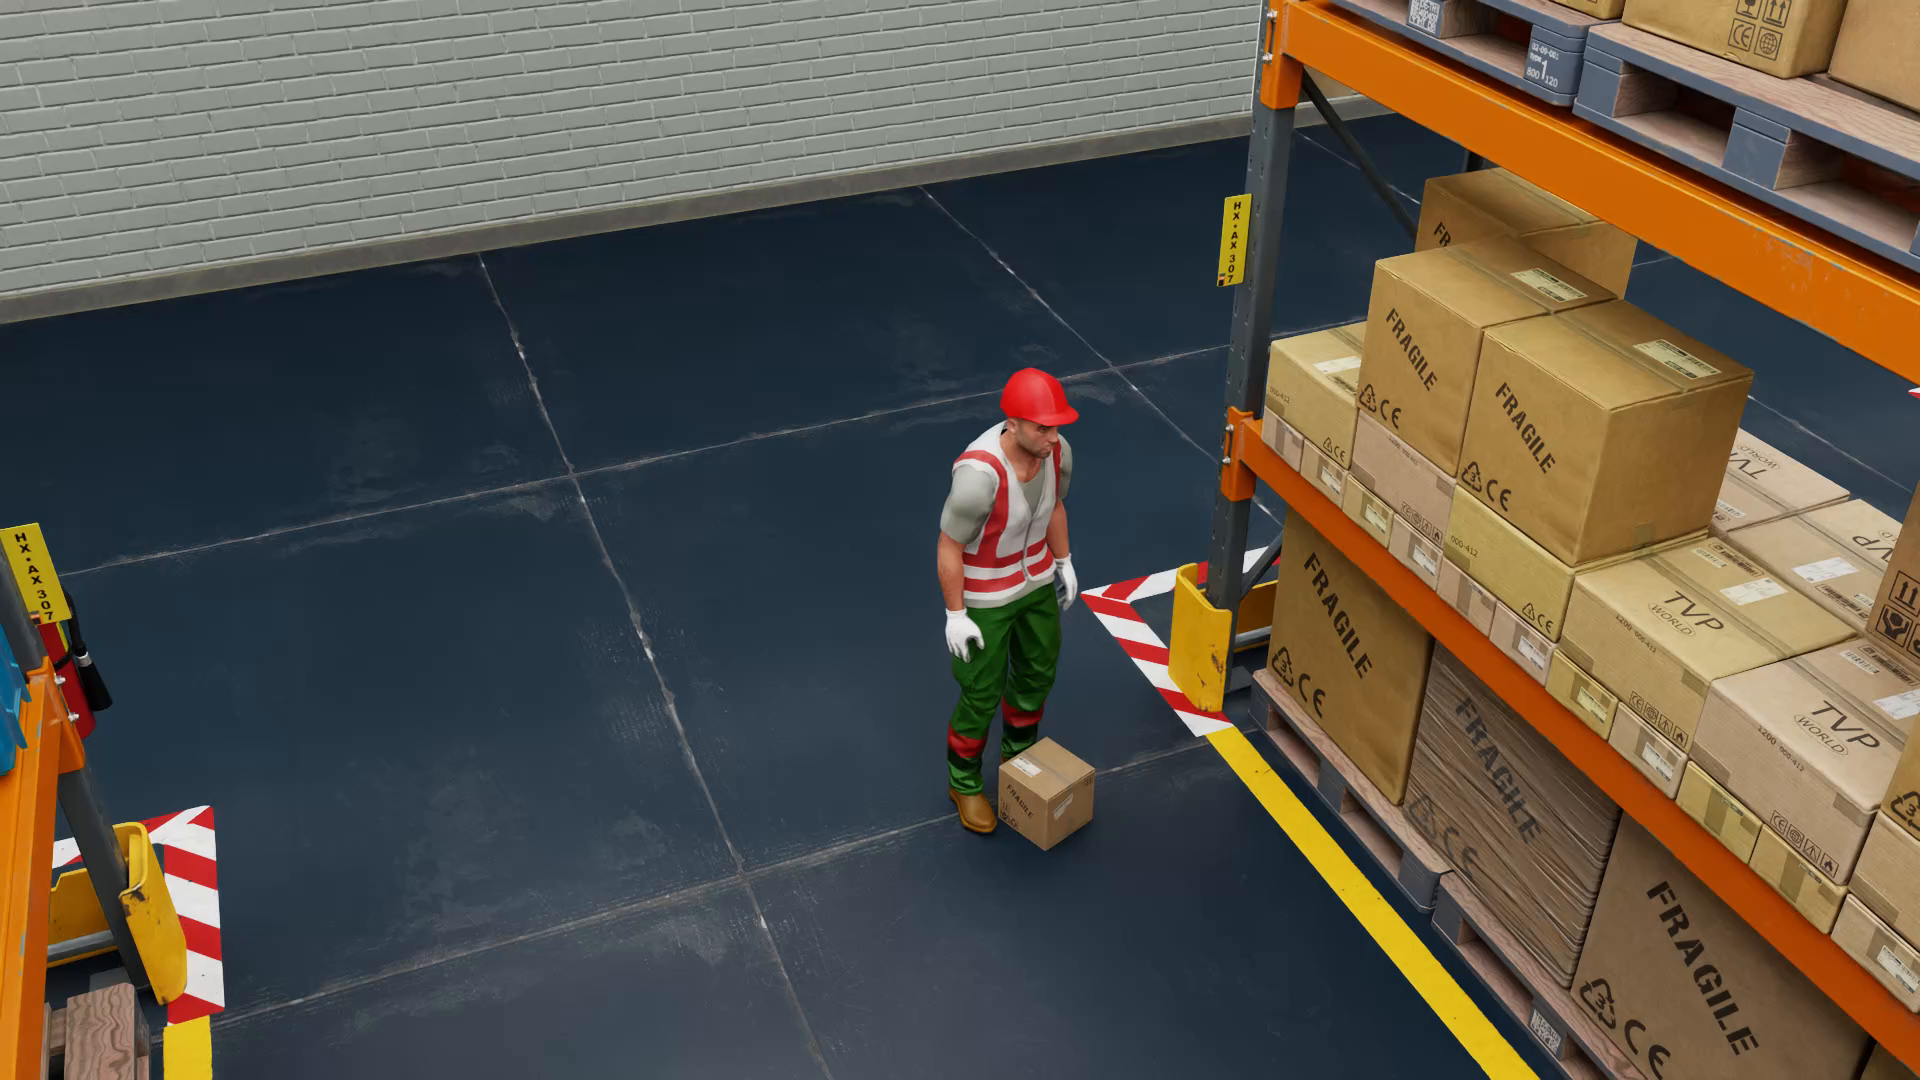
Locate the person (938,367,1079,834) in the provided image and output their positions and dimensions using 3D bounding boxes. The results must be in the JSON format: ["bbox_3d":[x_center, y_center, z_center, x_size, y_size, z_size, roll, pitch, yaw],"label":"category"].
[{"bbox_3d":[0.181,0.191,5.835,0.613,1.778,0.452,-26,41,-33],"label":"person"}]
